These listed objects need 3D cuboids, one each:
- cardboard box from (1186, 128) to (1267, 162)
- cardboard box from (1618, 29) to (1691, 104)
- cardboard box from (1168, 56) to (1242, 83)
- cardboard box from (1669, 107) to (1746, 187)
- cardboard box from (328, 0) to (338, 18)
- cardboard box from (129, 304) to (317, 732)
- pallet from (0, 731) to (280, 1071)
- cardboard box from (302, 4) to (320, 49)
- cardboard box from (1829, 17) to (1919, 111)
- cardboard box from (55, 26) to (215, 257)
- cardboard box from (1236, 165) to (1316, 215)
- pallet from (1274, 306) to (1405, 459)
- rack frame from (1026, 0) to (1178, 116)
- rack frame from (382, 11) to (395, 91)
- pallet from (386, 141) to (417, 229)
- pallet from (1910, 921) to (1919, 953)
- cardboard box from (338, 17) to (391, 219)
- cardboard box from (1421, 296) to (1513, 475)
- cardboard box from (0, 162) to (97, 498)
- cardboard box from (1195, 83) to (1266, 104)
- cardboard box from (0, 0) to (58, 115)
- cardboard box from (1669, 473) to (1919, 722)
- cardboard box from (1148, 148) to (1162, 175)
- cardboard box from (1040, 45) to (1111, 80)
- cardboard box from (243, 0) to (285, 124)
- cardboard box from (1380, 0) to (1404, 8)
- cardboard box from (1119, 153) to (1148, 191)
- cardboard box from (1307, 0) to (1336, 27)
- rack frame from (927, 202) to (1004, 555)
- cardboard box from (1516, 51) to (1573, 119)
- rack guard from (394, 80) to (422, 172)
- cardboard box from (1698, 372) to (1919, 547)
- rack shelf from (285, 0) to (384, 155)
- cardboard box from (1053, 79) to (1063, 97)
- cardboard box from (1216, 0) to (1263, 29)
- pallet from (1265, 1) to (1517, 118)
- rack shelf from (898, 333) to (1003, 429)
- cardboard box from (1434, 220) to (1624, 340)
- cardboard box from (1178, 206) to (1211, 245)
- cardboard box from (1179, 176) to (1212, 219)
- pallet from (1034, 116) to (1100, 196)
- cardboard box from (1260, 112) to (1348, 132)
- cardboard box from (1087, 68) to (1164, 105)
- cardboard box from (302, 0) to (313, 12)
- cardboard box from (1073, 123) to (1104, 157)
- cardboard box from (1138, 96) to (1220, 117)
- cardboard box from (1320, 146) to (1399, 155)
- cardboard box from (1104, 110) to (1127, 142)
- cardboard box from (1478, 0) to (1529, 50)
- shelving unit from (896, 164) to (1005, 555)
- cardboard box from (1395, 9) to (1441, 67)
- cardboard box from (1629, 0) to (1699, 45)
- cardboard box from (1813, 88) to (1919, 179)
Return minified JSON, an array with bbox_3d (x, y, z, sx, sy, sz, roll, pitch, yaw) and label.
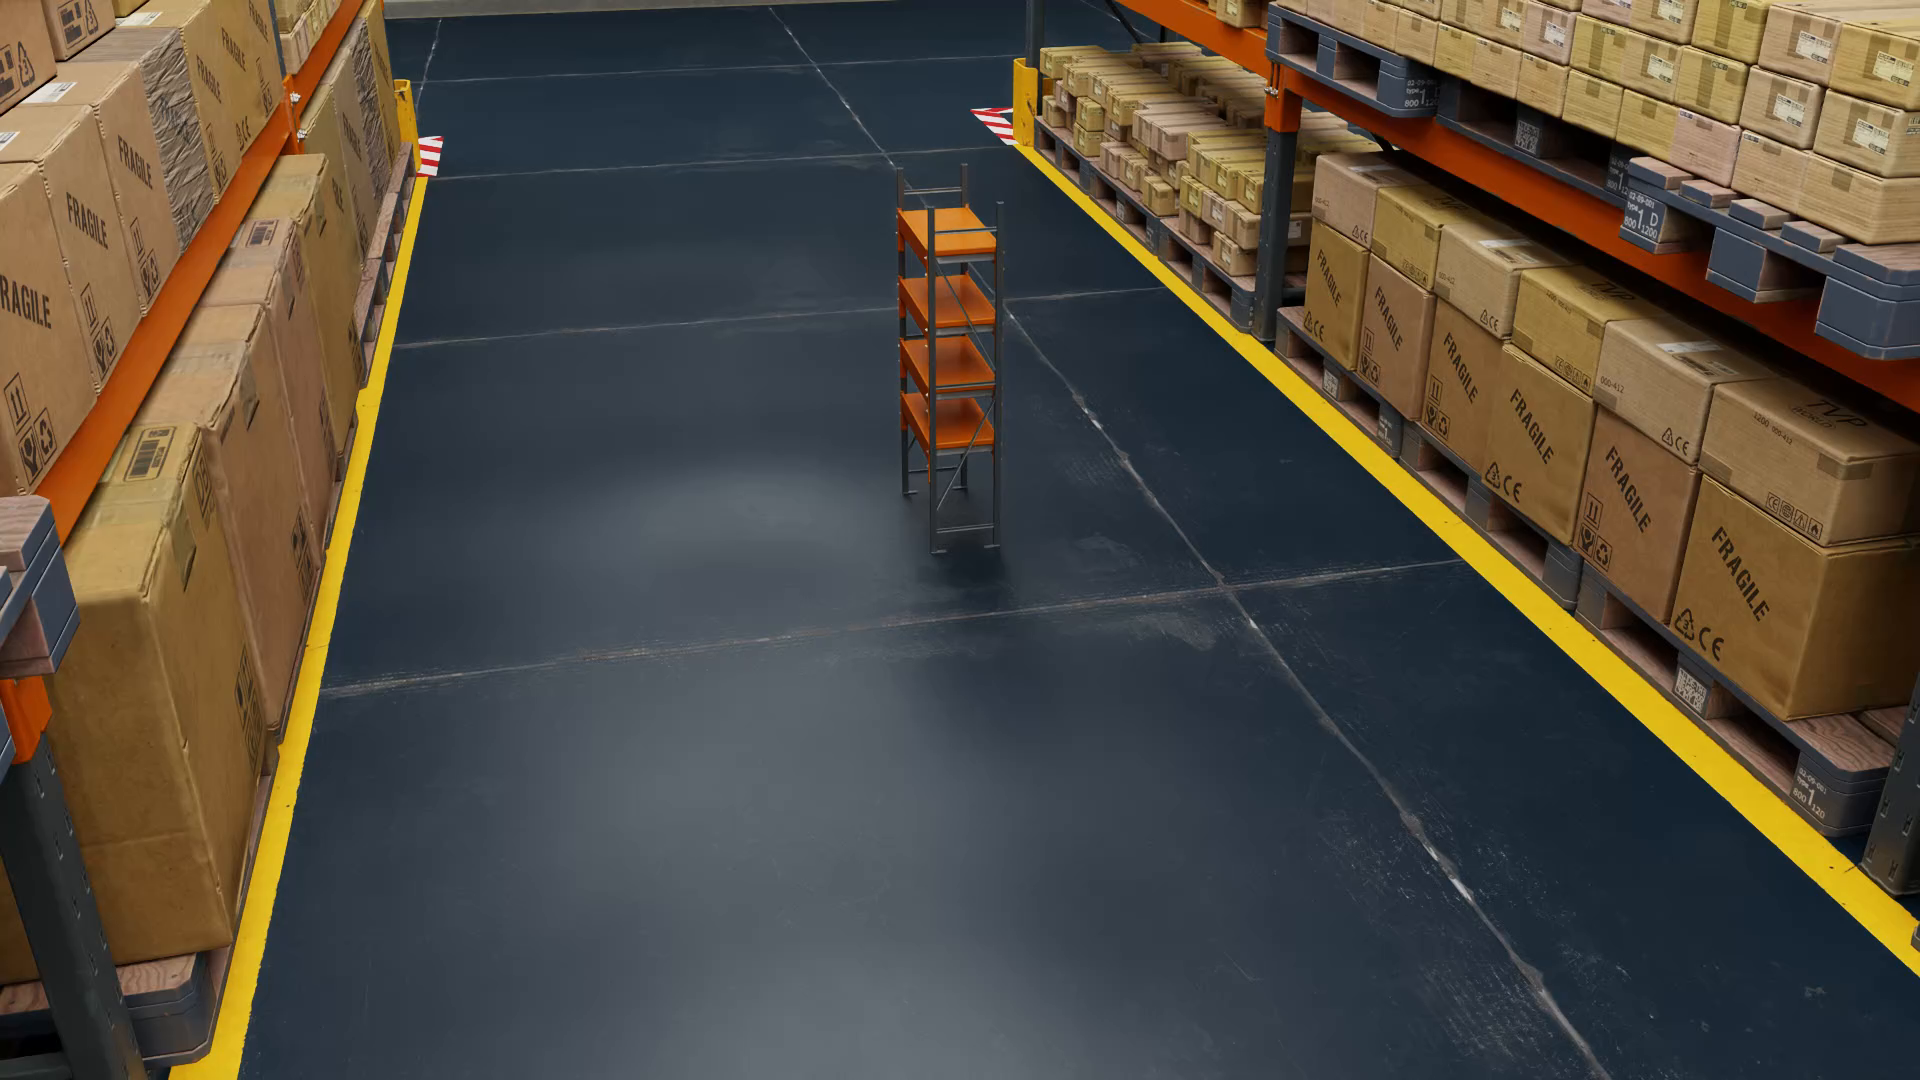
[{"bbox_3d":[1.354,-1.951,8.324,0.380,0.149,0.250,-5,27,-10],"label":"cardboard box"},{"bbox_3d":[1.997,-1.267,4.414,0.380,0.149,0.250,-6,27,-11],"label":"cardboard box"},{"bbox_3d":[1.478,-2.815,10.036,0.380,0.149,0.250,-7,28,-13],"label":"cardboard box"},{"bbox_3d":[2.060,-1.013,4.241,0.380,0.149,0.250,-5,27,-11],"label":"cardboard box"},{"bbox_3d":[-3.060,-2.463,7.580,0.380,0.149,0.250,-6,27,-11],"label":"cardboard box"},{"bbox_3d":[-2.452,-0.023,4.358,1.225,0.875,0.875,-6,27,-11],"label":"cardboard box"},{"bbox_3d":[-2.228,0.804,3.922,1.003,0.211,1.213,-6,27,-12],"label":"pallet"},{"bbox_3d":[-2.887,-2.125,6.910,0.380,0.149,0.250,-5,27,-10],"label":"cardboard box"},{"bbox_3d":[2.174,-1.056,3.665,0.380,0.149,0.250,-7,28,-14],"label":"cardboard box"},{"bbox_3d":[-2.316,-1.043,4.376,0.500,0.500,0.500,-6,27,-11],"label":"cardboard box"},{"bbox_3d":[1.496,-1.612,7.653,0.380,0.149,0.250,-5,27,-10],"label":"cardboard box"},{"bbox_3d":[2.007,-0.716,6.933,1.003,0.211,1.213,-6,27,-12],"label":"pallet"},{"bbox_3d":[0.929,-4.058,10.461,1.000,3.000,0.127,-6,27,-12],"label":"rack frame"},{"bbox_3d":[-3.927,-3.599,9.551,1.000,3.000,0.127,-6,27,-12],"label":"rack frame"},{"bbox_3d":[-3.670,-2.011,9.500,1.003,0.211,1.213,-6,27,-12],"label":"pallet"},{"bbox_3d":[2.836,1.053,3.430,1.003,0.211,1.213,-6,27,-12],"label":"pallet"},{"bbox_3d":[-3.499,-2.165,8.603,0.875,0.875,0.875,-6,27,-12],"label":"cardboard box"},{"bbox_3d":[1.990,-0.562,5.842,0.500,0.500,0.500,-5,27,-11],"label":"cardboard box"},{"bbox_3d":[-1.968,-0.372,3.048,0.500,0.500,0.500,-5,27,-10],"label":"cardboard box"},{"bbox_3d":[1.540,-2.455,9.324,0.380,0.149,0.250,-7,28,-13],"label":"cardboard box"},{"bbox_3d":[-2.417,-1.188,3.551,0.797,0.503,0.637,-5,27,-10],"label":"cardboard box"},{"bbox_3d":[2.328,0.120,4.491,0.500,0.500,0.500,-6,27,-12],"label":"cardboard box"},{"bbox_3d":[1.221,-2.039,8.828,0.380,0.149,0.250,-7,28,-14],"label":"cardboard box"},{"bbox_3d":[0.716,-2.974,10.351,0.380,0.149,0.250,-7,28,-14],"label":"cardboard box"},{"bbox_3d":[-2.654,-1.710,5.698,0.500,0.500,0.500,-6,27,-11],"label":"cardboard box"},{"bbox_3d":[1.649,-1.950,5.766,0.380,0.149,0.250,-7,28,-14],"label":"cardboard box"},{"bbox_3d":[1.096,-2.033,9.146,0.380,0.149,0.250,-6,27,-12],"label":"cardboard box"},{"bbox_3d":[1.539,-2.037,6.269,0.380,0.149,0.250,-6,27,-11],"label":"cardboard box"},{"bbox_3d":[0.018,-0.501,5.411,0.240,1.200,0.015,-6,27,-12],"label":"rack frame"},{"bbox_3d":[1.889,-1.355,4.918,0.380,0.149,0.250,-5,27,-10],"label":"cardboard box"},{"bbox_3d":[-3.932,-2.493,10.135,1.175,0.500,0.348,-6,27,-12],"label":"rack guard"},{"bbox_3d":[2.322,-0.226,4.345,0.500,0.250,0.500,-7,28,-13],"label":"cardboard box"},{"bbox_3d":[-3.476,-2.400,7.974,1.077,0.370,4.000,-6,27,-12],"label":"rack shelf"},{"bbox_3d":[0.797,-2.850,10.434,0.380,0.149,0.250,-5,27,-9],"label":"cardboard box"},{"bbox_3d":[1.373,-2.394,7.442,0.380,0.149,0.250,-7,28,-13],"label":"cardboard box"},{"bbox_3d":[1.861,-1.866,6.331,1.003,0.211,1.213,-6,27,-12],"label":"pallet"},{"bbox_3d":[-0.037,-0.548,5.654,0.258,0.148,0.480,-6,27,-12],"label":"rack shelf"},{"bbox_3d":[1.972,-0.899,5.679,0.500,0.250,0.500,-5,27,-10],"label":"cardboard box"},{"bbox_3d":[1.310,-1.586,8.262,0.380,0.149,0.250,-7,28,-13],"label":"cardboard box"},{"bbox_3d":[1.299,-1.689,8.135,0.380,0.149,0.250,-7,28,-13],"label":"cardboard box"},{"bbox_3d":[1.094,-2.420,10.310,1.003,0.211,1.213,-6,27,-12],"label":"pallet"},{"bbox_3d":[1.786,-2.120,8.659,0.380,0.149,0.250,-5,27,-10],"label":"cardboard box"},{"bbox_3d":[0.964,-2.641,9.691,0.380,0.149,0.250,-7,28,-14],"label":"cardboard box"},{"bbox_3d":[-2.983,-2.360,6.934,0.500,0.250,0.500,-6,27,-12],"label":"cardboard box"},{"bbox_3d":[0.887,-2.372,9.819,0.380,0.149,0.250,-6,27,-11],"label":"cardboard box"},{"bbox_3d":[1.181,-2.298,9.011,0.380,0.149,0.250,-6,27,-11],"label":"cardboard box"},{"bbox_3d":[1.950,-1.782,7.988,0.380,0.149,0.250,-5,27,-9],"label":"cardboard box"},{"bbox_3d":[1.049,-2.395,9.533,0.380,0.149,0.250,-7,28,-14],"label":"cardboard box"},{"bbox_3d":[1.825,-1.604,5.082,0.380,0.149,0.250,-6,28,-13],"label":"cardboard box"},{"bbox_3d":[-0.037,-0.608,5.624,0.258,1.200,0.503,-6,27,-12],"label":"shelving unit"},{"bbox_3d":[1.705,-1.705,5.611,0.380,0.149,0.250,-7,28,-14],"label":"cardboard box"},{"bbox_3d":[1.997,-1.398,4.343,0.380,0.149,0.250,-5,27,-10],"label":"cardboard box"},{"bbox_3d":[2.177,-0.925,3.736,0.380,0.149,0.250,-5,27,-11],"label":"cardboard box"}]
